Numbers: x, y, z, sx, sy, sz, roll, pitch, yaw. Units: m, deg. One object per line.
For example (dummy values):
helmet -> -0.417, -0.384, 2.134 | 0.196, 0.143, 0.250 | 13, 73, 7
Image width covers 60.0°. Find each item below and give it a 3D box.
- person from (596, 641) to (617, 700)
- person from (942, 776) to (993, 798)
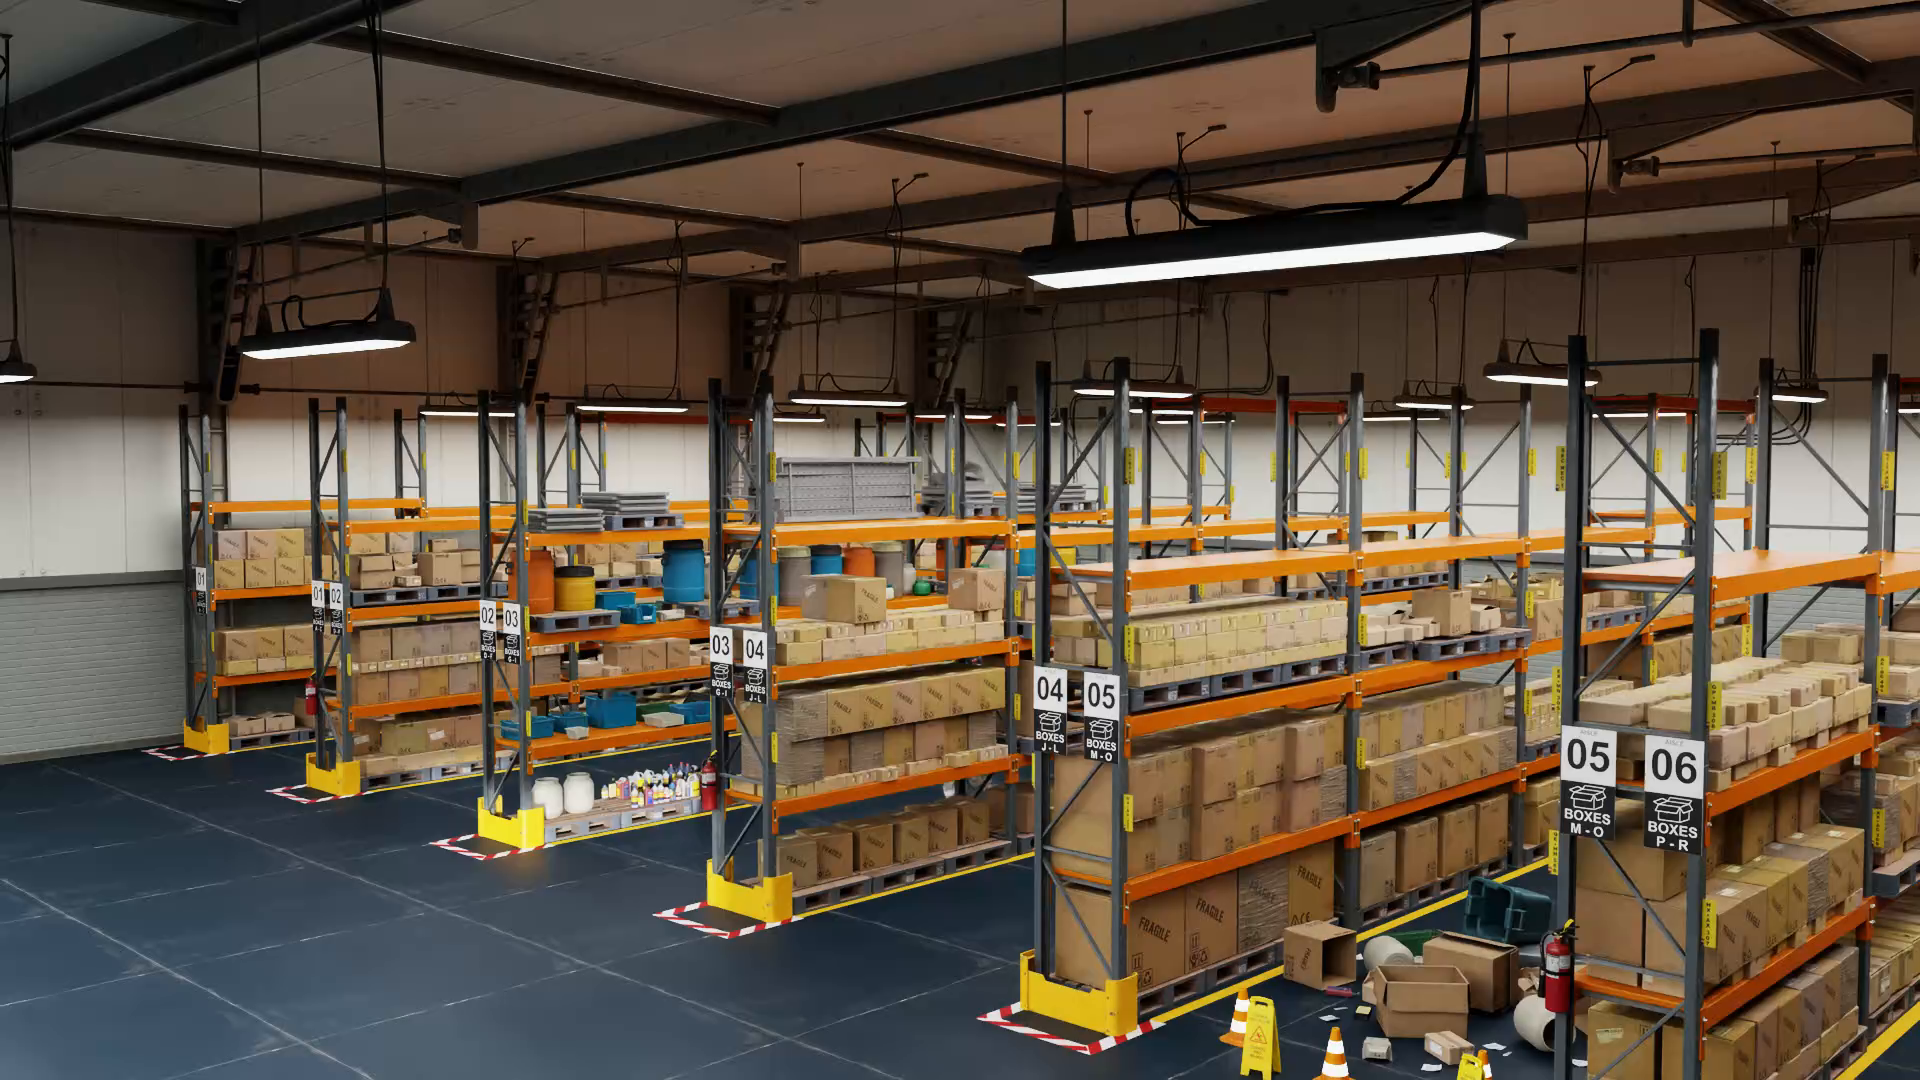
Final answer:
person -> -6.554, 2.691, 31.285 | 0.558, 1.652, 0.801 | 2, 4, 37
person -> 0.109, 3.093, 23.666 | 1.112, 1.633, 0.686 | -2, 3, -27
